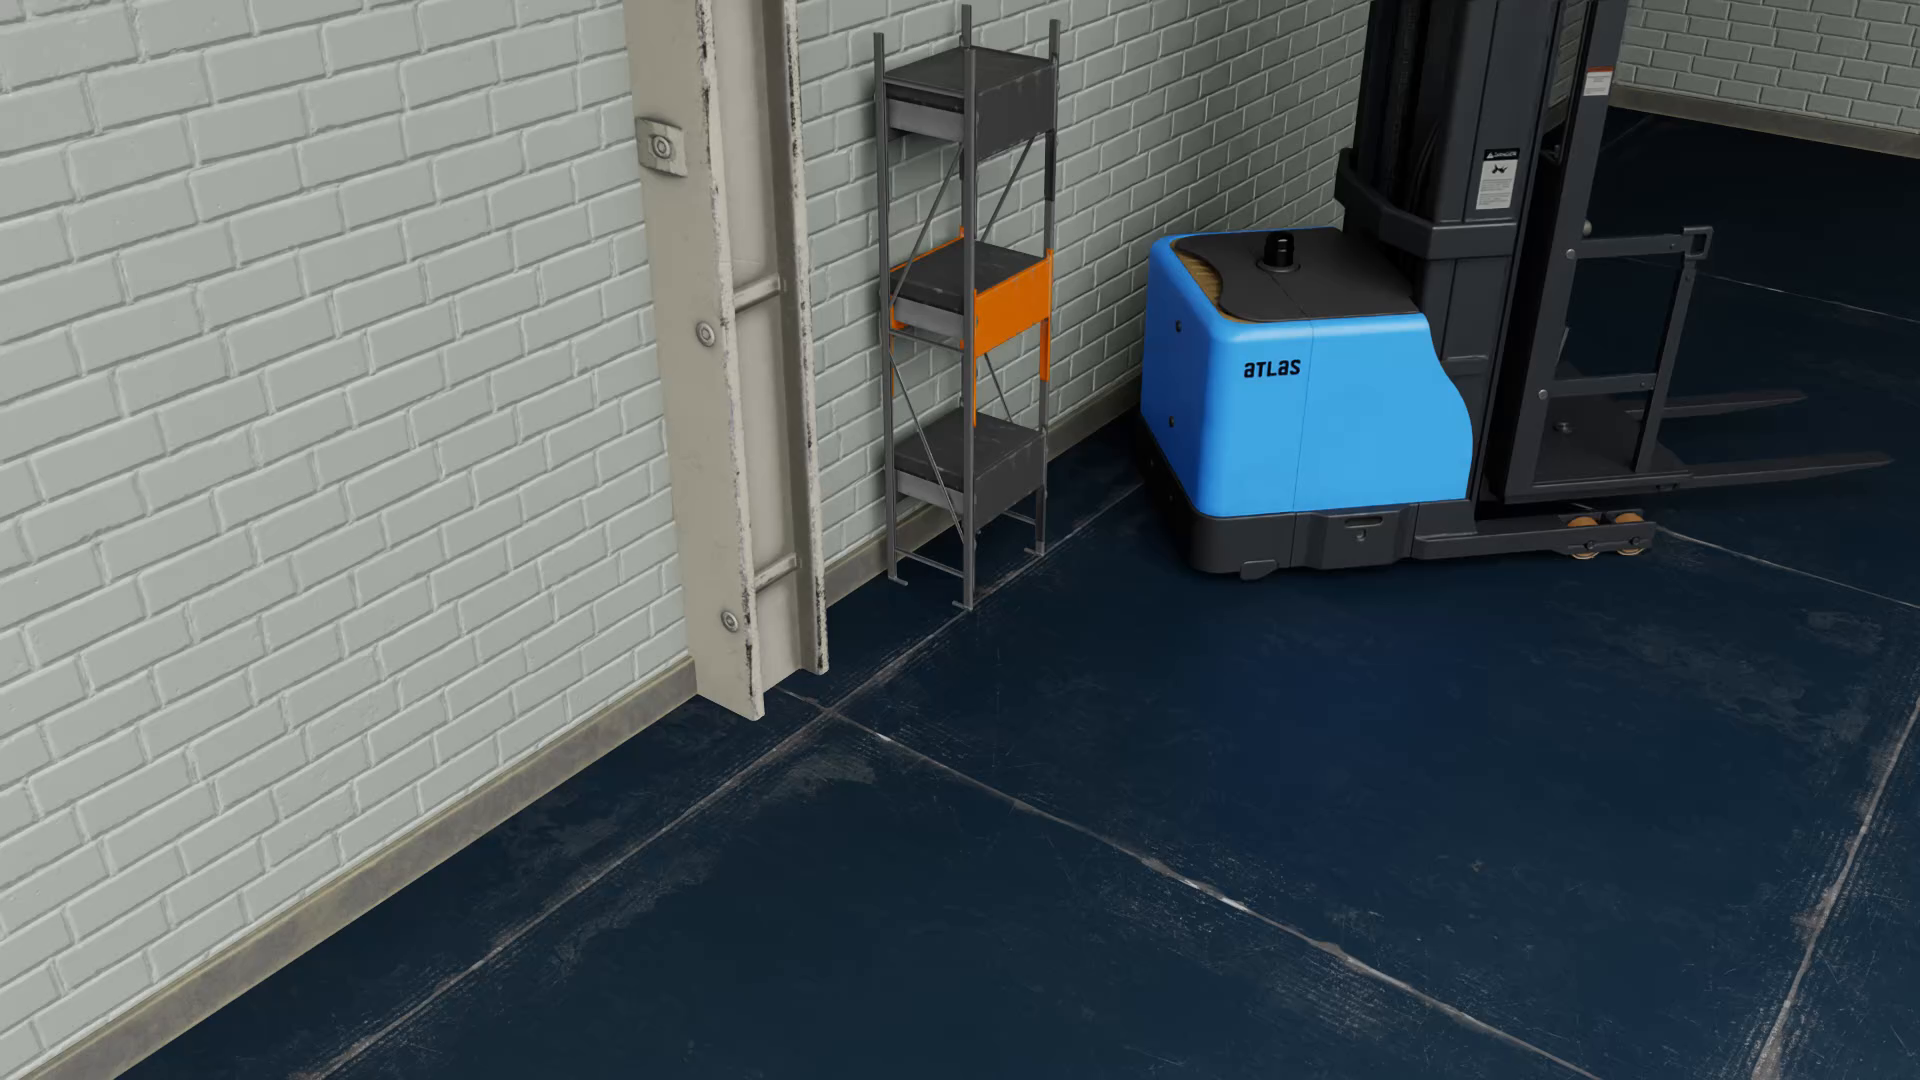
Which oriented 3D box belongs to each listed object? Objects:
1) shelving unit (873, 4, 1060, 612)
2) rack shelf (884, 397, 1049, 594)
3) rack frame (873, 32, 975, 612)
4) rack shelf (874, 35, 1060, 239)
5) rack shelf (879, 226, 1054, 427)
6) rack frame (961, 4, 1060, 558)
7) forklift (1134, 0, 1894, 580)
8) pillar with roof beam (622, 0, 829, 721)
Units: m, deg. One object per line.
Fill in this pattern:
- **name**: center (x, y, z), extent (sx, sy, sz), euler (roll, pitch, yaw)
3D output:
- **shelving unit**: center (0.027, -0.795, 6.031), extent (0.431, 2.100, 0.503), euler (20, 36, 30)
- **rack shelf**: center (0.027, -0.181, 6.395), extent (0.431, 0.518, 0.480), euler (20, 36, 30)
- **rack frame**: center (-0.117, -0.694, 5.862), extent (0.400, 2.100, 0.015), euler (20, 36, 30)
- **rack shelf**: center (0.027, -1.385, 5.682), extent (0.431, 0.518, 0.480), euler (20, 36, 30)
- **rack shelf**: center (0.027, -0.783, 6.038), extent (0.431, 0.518, 0.480), euler (20, 36, 30)
- **rack frame**: center (0.171, -0.895, 6.201), extent (0.400, 2.100, 0.015), euler (20, 36, 30)
- **forklift**: center (2.315, -1.446, 6.315), extent (3.031, 2.935, 1.130), euler (-5, 31, -8)
- **pillar with roof beam**: center (2.725, -2.052, 1.386), extent (9.100, 9.000, 0.400), euler (21, 37, 31)
